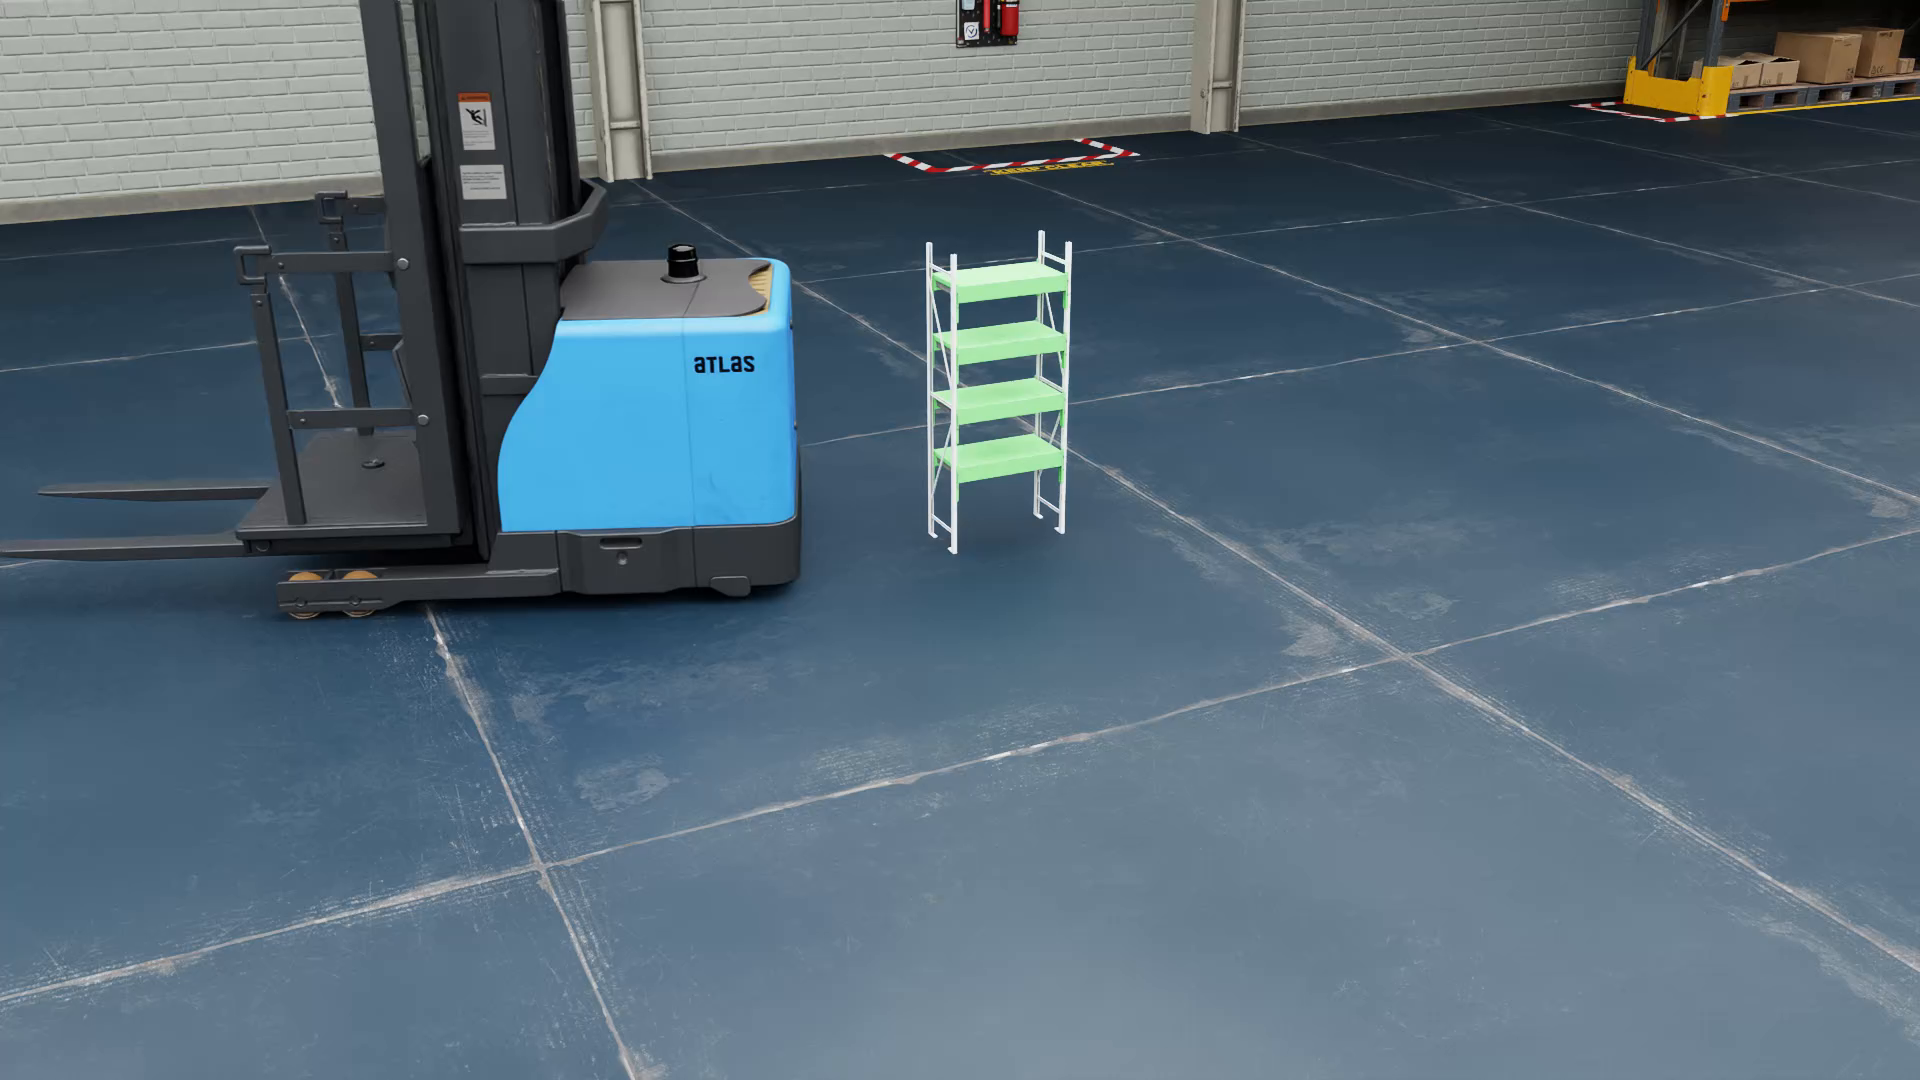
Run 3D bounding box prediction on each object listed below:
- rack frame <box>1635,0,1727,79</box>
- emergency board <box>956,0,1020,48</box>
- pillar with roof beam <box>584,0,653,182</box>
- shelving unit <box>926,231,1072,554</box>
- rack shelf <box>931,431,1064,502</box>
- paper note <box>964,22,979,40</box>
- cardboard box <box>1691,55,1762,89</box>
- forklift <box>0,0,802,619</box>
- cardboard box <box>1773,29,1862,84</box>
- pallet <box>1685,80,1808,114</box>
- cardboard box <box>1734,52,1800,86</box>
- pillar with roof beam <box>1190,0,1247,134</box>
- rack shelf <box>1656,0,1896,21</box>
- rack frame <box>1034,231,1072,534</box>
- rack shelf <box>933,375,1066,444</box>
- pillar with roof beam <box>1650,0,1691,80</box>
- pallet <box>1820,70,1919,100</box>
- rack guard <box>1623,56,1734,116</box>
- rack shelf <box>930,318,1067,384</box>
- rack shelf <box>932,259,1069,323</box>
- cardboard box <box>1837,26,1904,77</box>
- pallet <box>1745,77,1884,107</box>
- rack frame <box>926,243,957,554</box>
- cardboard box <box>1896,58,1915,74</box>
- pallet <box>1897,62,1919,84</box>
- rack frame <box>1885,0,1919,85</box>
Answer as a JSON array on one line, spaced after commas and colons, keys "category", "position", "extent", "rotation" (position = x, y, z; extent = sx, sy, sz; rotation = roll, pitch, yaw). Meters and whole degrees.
[{"category": "rack frame", "position": [7.691, -6.070, 17.491], "extent": [0.127, 3.000, 1.000], "rotation": [-10, 25, -24]}, {"category": "emergency board", "position": [0.297, -5.092, 15.129], "extent": [0.643, 1.169, 0.194], "rotation": [-10, 25, -24]}, {"category": "pillar with roof beam", "position": [-0.999, -5.782, 8.952], "extent": [0.400, 9.000, 9.100], "rotation": [-10, 25, -24]}, {"category": "shelving unit", "position": [0.149, -0.582, 6.587], "extent": [0.503, 1.200, 0.258], "rotation": [-10, 25, -24]}, {"category": "rack shelf", "position": [0.149, -0.301, 6.703], "extent": [0.480, 0.148, 0.258], "rotation": [-10, 25, -24]}, {"category": "paper note", "position": [0.108, -4.679, 15.284], "extent": [0.142, 0.148, 0.016], "rotation": [-10, 25, -24]}, {"category": "cardboard box", "position": [8.354, -5.114, 18.124], "extent": [0.500, 0.311, 0.500], "rotation": [-14, 26, -30]}, {"category": "forklift", "position": [-2.146, -1.277, 6.004], "extent": [3.031, 2.935, 1.130], "rotation": [-2, 23, -4]}, {"category": "cardboard box", "position": [9.550, -5.401, 18.568], "extent": [0.500, 0.500, 0.700], "rotation": [-12, 25, -27]}, {"category": "pallet", "position": [8.507, -4.916, 18.351], "extent": [1.213, 0.211, 1.003], "rotation": [-10, 25, -24]}, {"category": "cardboard box", "position": [8.867, -5.209, 18.352], "extent": [0.500, 0.311, 0.500], "rotation": [-8, 24, -19]}, {"category": "pillar with roof beam", "position": [4.407, -6.777, 11.356], "extent": [0.400, 9.000, 9.100], "rotation": [-10, 25, -24]}, {"category": "rack shelf", "position": [9.493, -6.069, 18.430], "extent": [4.000, 0.370, 1.077], "rotation": [-10, 25, -24]}, {"category": "rack frame", "position": [0.369, -0.622, 6.685], "extent": [0.015, 1.200, 0.240], "rotation": [-10, 25, -24]}, {"category": "rack shelf", "position": [0.149, -0.523, 6.611], "extent": [0.480, 0.148, 0.258], "rotation": [-10, 25, -24]}, {"category": "pillar with roof beam", "position": [9.814, -7.772, 13.760], "extent": [0.400, 9.000, 9.100], "rotation": [-10, 25, -24]}, {"category": "pallet", "position": [10.705, -5.321, 19.329], "extent": [1.213, 0.211, 1.003], "rotation": [-10, 25, -24]}, {"category": "rack guard", "position": [7.760, -4.927, 18.000], "extent": [0.348, 0.500, 1.175], "rotation": [-10, 25, -24]}, {"category": "rack shelf", "position": [0.149, -0.745, 6.519], "extent": [0.480, 0.148, 0.258], "rotation": [-10, 25, -24]}, {"category": "rack shelf", "position": [0.149, -0.966, 6.428], "extent": [0.480, 0.148, 0.258], "rotation": [-10, 25, -24]}, {"category": "cardboard box", "position": [10.377, -5.595, 19.039], "extent": [0.500, 0.500, 0.500], "rotation": [-12, 26, -28]}, {"category": "pallet", "position": [9.605, -5.117, 18.836], "extent": [1.213, 0.211, 1.003], "rotation": [-10, 25, -24]}, {"category": "rack frame", "position": [-0.071, -0.541, 6.489], "extent": [0.015, 1.200, 0.240], "rotation": [-10, 25, -24]}, {"category": "cardboard box", "position": [10.826, -5.528, 19.312], "extent": [0.250, 0.166, 0.380], "rotation": [-14, 26, -30]}, {"category": "pallet", "position": [11.996, -5.574, 19.941], "extent": [1.213, 0.211, 1.003], "rotation": [-10, 25, -24]}, {"category": "rack frame", "position": [11.295, -6.733, 19.094], "extent": [0.127, 3.000, 1.000], "rotation": [-10, 25, -24]}]
